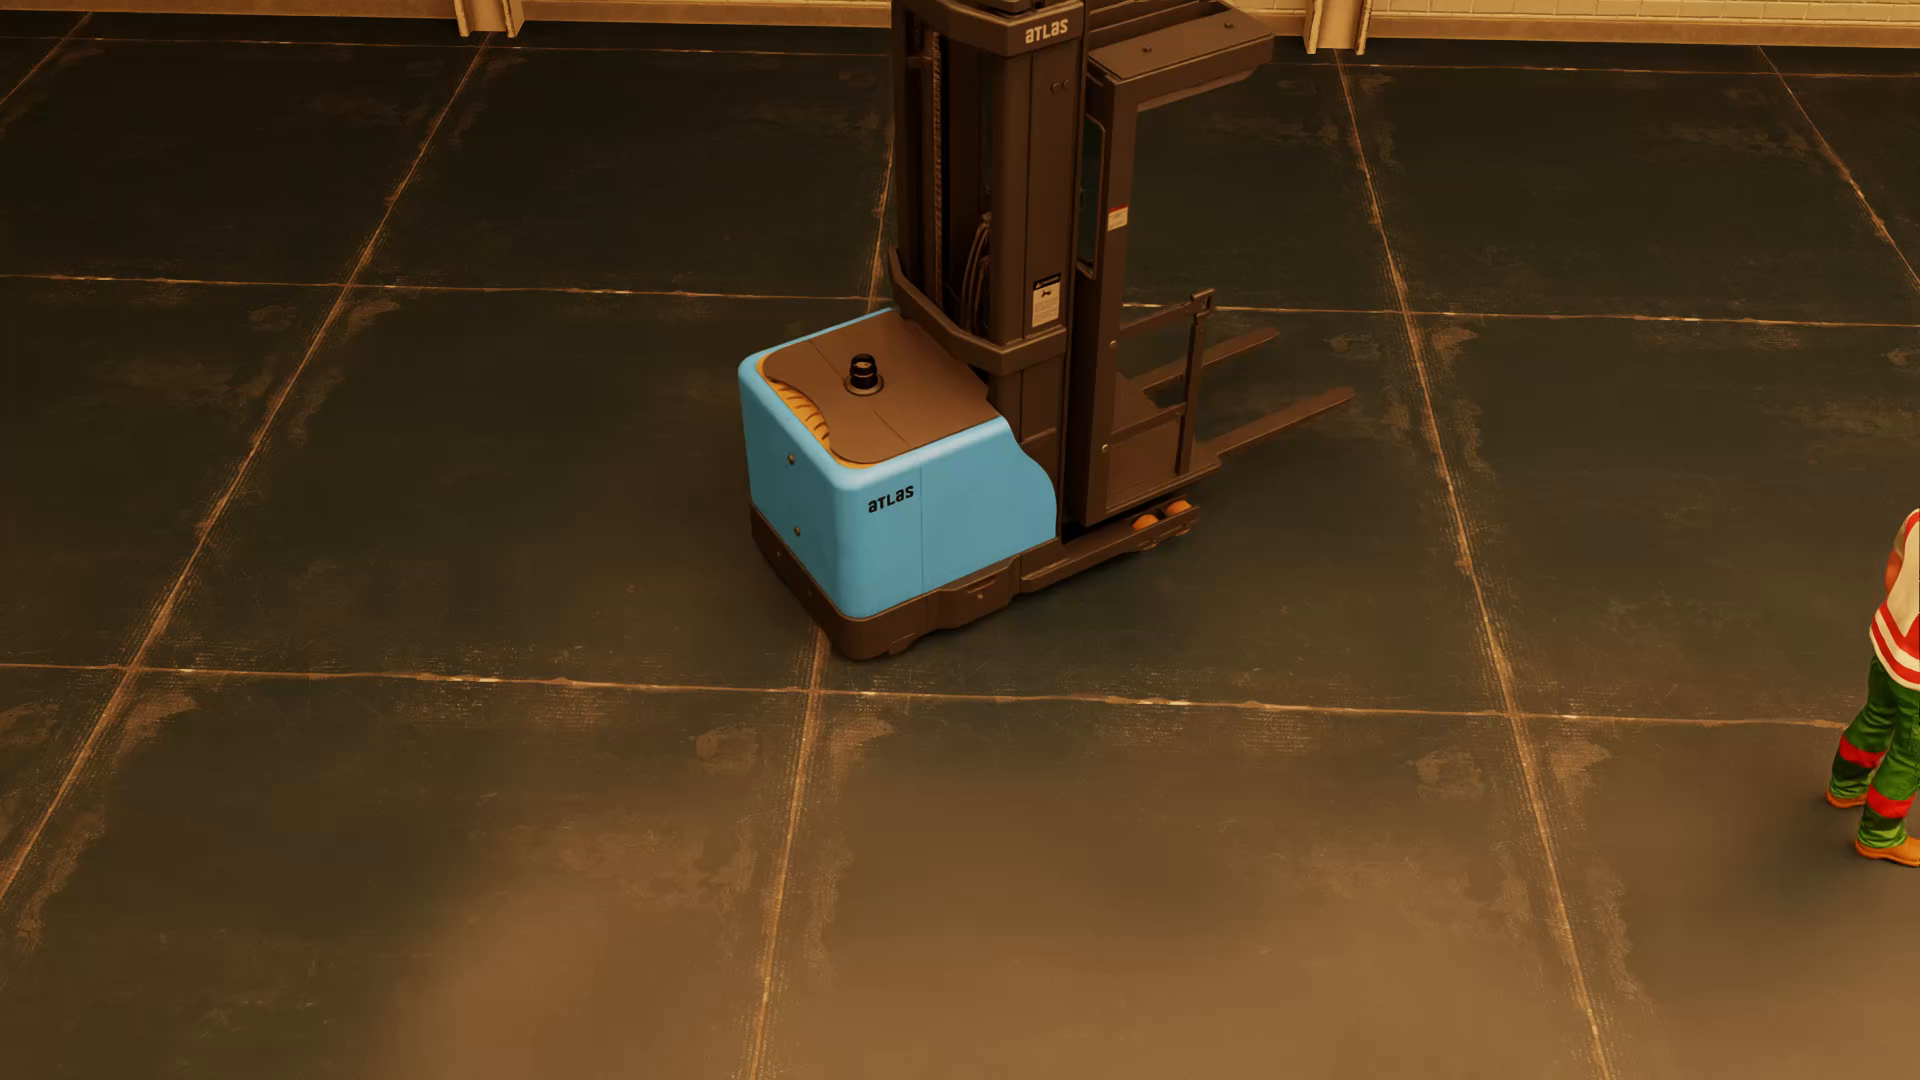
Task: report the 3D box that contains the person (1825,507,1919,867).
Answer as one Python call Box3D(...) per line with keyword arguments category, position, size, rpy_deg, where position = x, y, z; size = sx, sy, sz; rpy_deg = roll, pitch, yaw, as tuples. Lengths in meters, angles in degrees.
Box3D(category="person", position=(3.594, 0.442, 6.108), size=(0.502, 1.799, 0.634), rpy_deg=(2, 42, 2))

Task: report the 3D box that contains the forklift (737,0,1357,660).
Box3D(category="forklift", position=(0.545, -1.318, 7.186), size=(3.031, 2.935, 1.130), rpy_deg=(-23, 47, -23))
